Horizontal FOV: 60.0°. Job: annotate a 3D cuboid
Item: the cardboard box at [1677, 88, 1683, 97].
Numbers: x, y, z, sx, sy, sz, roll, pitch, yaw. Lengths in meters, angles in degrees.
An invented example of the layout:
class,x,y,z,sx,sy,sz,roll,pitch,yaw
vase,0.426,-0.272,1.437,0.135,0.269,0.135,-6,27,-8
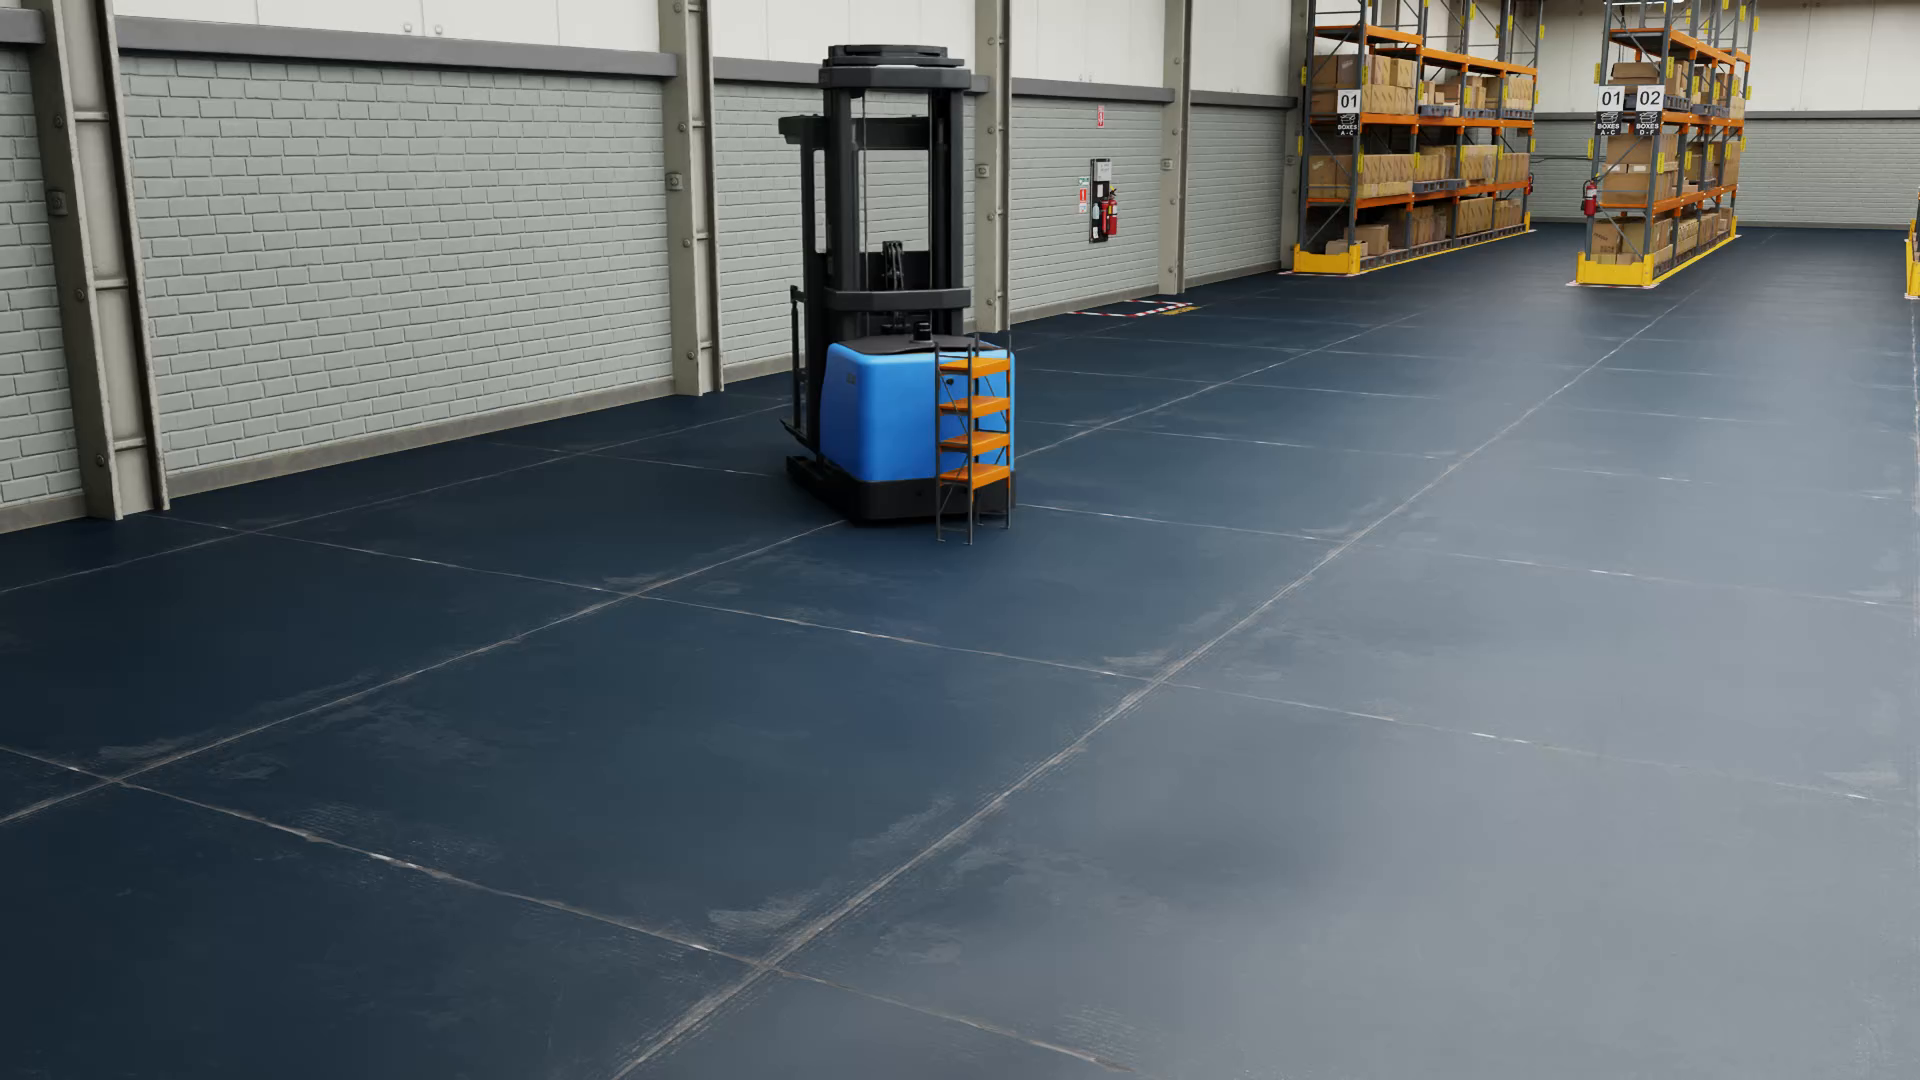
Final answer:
class,x,y,z,sx,sy,sz,roll,pitch,yaw
cardboard box,12.553,-7.913,29.396,0.380,0.149,0.250,7,15,28

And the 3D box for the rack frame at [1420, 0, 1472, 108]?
class,x,y,z,sx,sy,sz,roll,pitch,yaw
rack frame,10.492,-10.880,35.965,1.000,3.000,0.127,7,15,28

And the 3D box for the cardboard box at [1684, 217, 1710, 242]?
class,x,y,z,sx,sy,sz,roll,pitch,yaw
cardboard box,15.795,-6.674,35.710,0.500,0.500,0.500,7,15,27

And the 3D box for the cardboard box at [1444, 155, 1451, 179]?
class,x,y,z,sx,sy,sz,roll,pitch,yaw
cardboard box,10.273,-8.129,36.200,0.700,0.500,0.500,5,15,21

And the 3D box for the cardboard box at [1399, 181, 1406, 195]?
class,x,y,z,sx,sy,sz,roll,pitch,yaw
cardboard box,8.346,-6.847,32.313,0.500,0.250,0.500,7,15,28

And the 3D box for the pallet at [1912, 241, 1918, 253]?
class,x,y,z,sx,sy,sz,roll,pitch,yaw
pallet,20.689,-6.153,35.106,1.003,0.211,1.213,7,15,28

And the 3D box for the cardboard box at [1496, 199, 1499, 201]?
class,x,y,z,sx,sy,sz,roll,pitch,yaw
cardboard box,13.506,-8.595,42.340,0.380,0.149,0.250,8,16,29

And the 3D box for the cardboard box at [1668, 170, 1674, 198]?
class,x,y,z,sx,sy,sz,roll,pitch,yaw
cardboard box,12.687,-6.540,30.547,0.700,0.500,0.500,7,15,27

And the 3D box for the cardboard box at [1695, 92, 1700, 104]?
class,x,y,z,sx,sy,sz,roll,pitch,yaw
cardboard box,14.422,-8.784,33.093,0.500,0.250,0.500,8,16,30

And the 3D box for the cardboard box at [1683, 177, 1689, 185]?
class,x,y,z,sx,sy,sz,roll,pitch,yaw
cardboard box,14.616,-7.291,34.064,0.500,0.311,0.500,9,16,32

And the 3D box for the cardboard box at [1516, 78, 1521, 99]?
class,x,y,z,sx,sy,sz,roll,pitch,yaw
cardboard box,13.493,-11.110,40.927,0.500,0.500,0.500,7,15,28

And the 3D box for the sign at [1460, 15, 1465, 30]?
class,x,y,z,sx,sy,sz,roll,pitch,yaw
sign,11.952,-12.300,39.522,0.100,0.325,0.005,7,15,28

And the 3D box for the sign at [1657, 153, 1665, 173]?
class,x,y,z,sx,sy,sz,roll,pitch,yaw
sign,11.446,-6.157,27.158,0.100,0.325,0.005,7,15,28

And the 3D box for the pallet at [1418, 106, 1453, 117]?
class,x,y,z,sx,sy,sz,roll,pitch,yaw
pallet,9.449,-8.838,34.294,1.213,0.211,1.003,7,15,28

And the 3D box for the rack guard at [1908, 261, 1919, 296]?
class,x,y,z,sx,sy,sz,roll,pitch,yaw
rack guard,15.293,-4.006,25.584,1.175,0.500,0.348,7,15,28

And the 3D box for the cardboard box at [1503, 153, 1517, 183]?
class,x,y,z,sx,sy,sz,roll,pitch,yaw
cardboard box,13.403,-9.339,41.733,0.980,0.700,0.700,7,15,25

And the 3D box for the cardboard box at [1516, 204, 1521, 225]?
class,x,y,z,sx,sy,sz,roll,pitch,yaw
cardboard box,14.108,-8.439,43.077,0.700,0.500,0.500,7,15,28

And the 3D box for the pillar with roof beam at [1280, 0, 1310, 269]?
class,x,y,z,sx,sy,sz,roll,pitch,yaw
pillar with roof beam,9.974,-8.993,28.136,9.100,9.000,0.400,7,15,28

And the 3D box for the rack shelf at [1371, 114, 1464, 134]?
class,x,y,z,sx,sy,sz,roll,pitch,yaw
rack shelf,9.525,-8.662,34.699,1.077,0.370,4.000,7,15,28

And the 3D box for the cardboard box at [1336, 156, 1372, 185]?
class,x,y,z,sx,sy,sz,roll,pitch,yaw
cardboard box,7.118,-6.688,30.052,0.500,0.500,0.500,7,15,28

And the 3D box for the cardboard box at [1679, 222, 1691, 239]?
class,x,y,z,sx,sy,sz,roll,pitch,yaw
cardboard box,14.056,-6.095,32.690,0.500,0.311,0.500,8,16,30

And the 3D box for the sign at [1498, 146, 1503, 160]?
class,x,y,z,sx,sy,sz,roll,pitch,yaw
sign,12.905,-9.250,39.699,0.100,0.325,0.005,7,15,28

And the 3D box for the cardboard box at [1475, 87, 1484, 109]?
class,x,y,z,sx,sy,sz,roll,pitch,yaw
cardboard box,11.692,-10.216,38.456,0.700,0.500,0.500,7,15,27

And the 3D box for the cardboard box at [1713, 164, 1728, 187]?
class,x,y,z,sx,sy,sz,roll,pitch,yaw
cardboard box,17.249,-8.347,38.041,0.500,0.500,0.500,8,16,30

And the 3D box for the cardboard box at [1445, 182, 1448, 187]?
class,x,y,z,sx,sy,sz,roll,pitch,yaw
cardboard box,10.854,-7.893,36.866,0.380,0.149,0.250,7,15,27

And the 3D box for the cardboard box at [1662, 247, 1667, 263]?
class,x,y,z,sx,sy,sz,roll,pitch,yaw
cardboard box,12.384,-5.125,29.861,0.500,0.250,0.500,7,15,28

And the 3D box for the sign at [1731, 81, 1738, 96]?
class,x,y,z,sx,sy,sz,roll,pitch,yaw
sign,17.251,-10.063,37.031,0.100,0.325,0.005,7,15,28

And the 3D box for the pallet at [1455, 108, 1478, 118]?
class,x,y,z,sx,sy,sz,roll,pitch,yaw
pallet,10.757,-9.469,36.911,1.213,0.211,1.003,8,16,31

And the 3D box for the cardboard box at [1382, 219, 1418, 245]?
class,x,y,z,sx,sy,sz,roll,pitch,yaw
cardboard box,9.105,-6.407,34.603,0.700,0.500,0.500,7,15,27

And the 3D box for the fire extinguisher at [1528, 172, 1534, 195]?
class,x,y,z,sx,sy,sz,roll,pitch,yaw
fire extinguisher,14.836,-9.365,43.440,0.296,0.674,0.183,7,15,28

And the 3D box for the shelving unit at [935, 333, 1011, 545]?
class,x,y,z,sx,sy,sz,roll,pitch,yaw
shelving unit,0.081,-0.616,10.026,0.258,1.200,0.503,7,15,28

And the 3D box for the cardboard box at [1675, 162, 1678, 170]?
class,x,y,z,sx,sy,sz,roll,pitch,yaw
cardboard box,12.952,-6.867,30.519,0.380,0.149,0.250,7,15,28

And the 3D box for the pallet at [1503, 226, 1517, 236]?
class,x,y,z,sx,sy,sz,roll,pitch,yaw
pallet,13.450,-7.827,42.051,1.003,0.211,1.213,7,15,28

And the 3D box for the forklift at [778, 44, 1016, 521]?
class,x,y,z,sx,sy,sz,roll,pitch,yaw
forklift,-0.598,-1.847,11.440,1.130,2.935,3.031,-5,14,-18

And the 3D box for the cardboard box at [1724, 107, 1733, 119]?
class,x,y,z,sx,sy,sz,roll,pitch,yaw
cardboard box,17.215,-9.681,37.710,0.500,0.250,0.500,7,15,28

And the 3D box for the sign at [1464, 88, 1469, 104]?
class,x,y,z,sx,sy,sz,roll,pitch,yaw
sign,10.966,-9.612,35.999,0.100,0.325,0.005,7,15,28

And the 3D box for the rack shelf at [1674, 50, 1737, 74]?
class,x,y,z,sx,sy,sz,roll,pitch,yaw
rack shelf,15.797,-10.186,35.473,1.077,0.370,4.000,7,15,28

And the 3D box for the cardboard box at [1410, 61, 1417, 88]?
class,x,y,z,sx,sy,sz,roll,pitch,yaw
cardboard box,8.553,-9.013,32.227,0.500,0.500,0.500,6,15,23

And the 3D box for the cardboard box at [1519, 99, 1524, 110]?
class,x,y,z,sx,sy,sz,roll,pitch,yaw
cardboard box,13.740,-10.849,41.444,0.500,0.250,0.500,7,15,26

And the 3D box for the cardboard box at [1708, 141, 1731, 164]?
class,x,y,z,sx,sy,sz,roll,pitch,yaw
cardboard box,17.238,-8.824,37.887,0.500,0.500,0.500,8,16,29

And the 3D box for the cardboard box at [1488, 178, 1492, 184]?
class,x,y,z,sx,sy,sz,roll,pitch,yaw
cardboard box,12.409,-8.516,39.452,0.380,0.149,0.250,8,16,29

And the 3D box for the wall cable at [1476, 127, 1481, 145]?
class,x,y,z,sx,sy,sz,roll,pitch,yaw
wall cable,14.150,-10.469,44.891,0.084,1.984,1.851,7,15,28

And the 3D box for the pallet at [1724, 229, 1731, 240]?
class,x,y,z,sx,sy,sz,roll,pitch,yaw
pallet,18.276,-7.510,40.734,1.003,0.211,1.213,7,15,28

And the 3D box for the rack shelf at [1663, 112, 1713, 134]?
class,x,y,z,sx,sy,sz,roll,pitch,yaw
rack shelf,13.863,-8.102,32.374,1.077,0.370,4.000,7,15,28

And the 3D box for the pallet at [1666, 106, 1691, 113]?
class,x,y,z,sx,sy,sz,roll,pitch,yaw
pallet,13.311,-8.131,31.366,0.805,0.209,1.217,7,15,26

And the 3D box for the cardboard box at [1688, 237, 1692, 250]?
class,x,y,z,sx,sy,sz,roll,pitch,yaw
cardboard box,14.297,-5.926,33.187,0.500,0.250,0.500,8,16,29

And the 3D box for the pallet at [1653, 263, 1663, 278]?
class,x,y,z,sx,sy,sz,roll,pitch,yaw
pallet,11.887,-4.818,29.566,1.003,0.211,1.213,7,15,28

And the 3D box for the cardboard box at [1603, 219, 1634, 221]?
class,x,y,z,sx,sy,sz,roll,pitch,yaw
cardboard box,11.675,-5.447,29.599,0.500,0.500,0.500,7,15,28

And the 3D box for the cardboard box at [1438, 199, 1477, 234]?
class,x,y,z,sx,sy,sz,roll,pitch,yaw
cardboard box,11.391,-7.438,38.177,0.750,0.750,0.750,7,15,28

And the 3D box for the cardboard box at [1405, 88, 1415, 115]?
class,x,y,z,sx,sy,sz,roll,pitch,yaw
cardboard box,8.529,-8.528,32.350,0.500,0.500,0.500,8,16,30

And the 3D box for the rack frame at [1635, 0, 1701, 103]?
class,x,y,z,sx,sy,sz,roll,pitch,yaw
rack frame,12.896,-9.499,30.236,1.000,3.000,0.127,7,15,28

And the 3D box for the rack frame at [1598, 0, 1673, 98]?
class,x,y,z,sx,sy,sz,roll,pitch,yaw
rack frame,10.963,-8.679,26.832,1.000,3.000,0.127,7,15,28

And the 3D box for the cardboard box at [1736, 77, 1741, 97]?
class,x,y,z,sx,sy,sz,roll,pitch,yaw
cardboard box,18.463,-10.931,40.226,0.700,0.500,0.500,7,15,28
